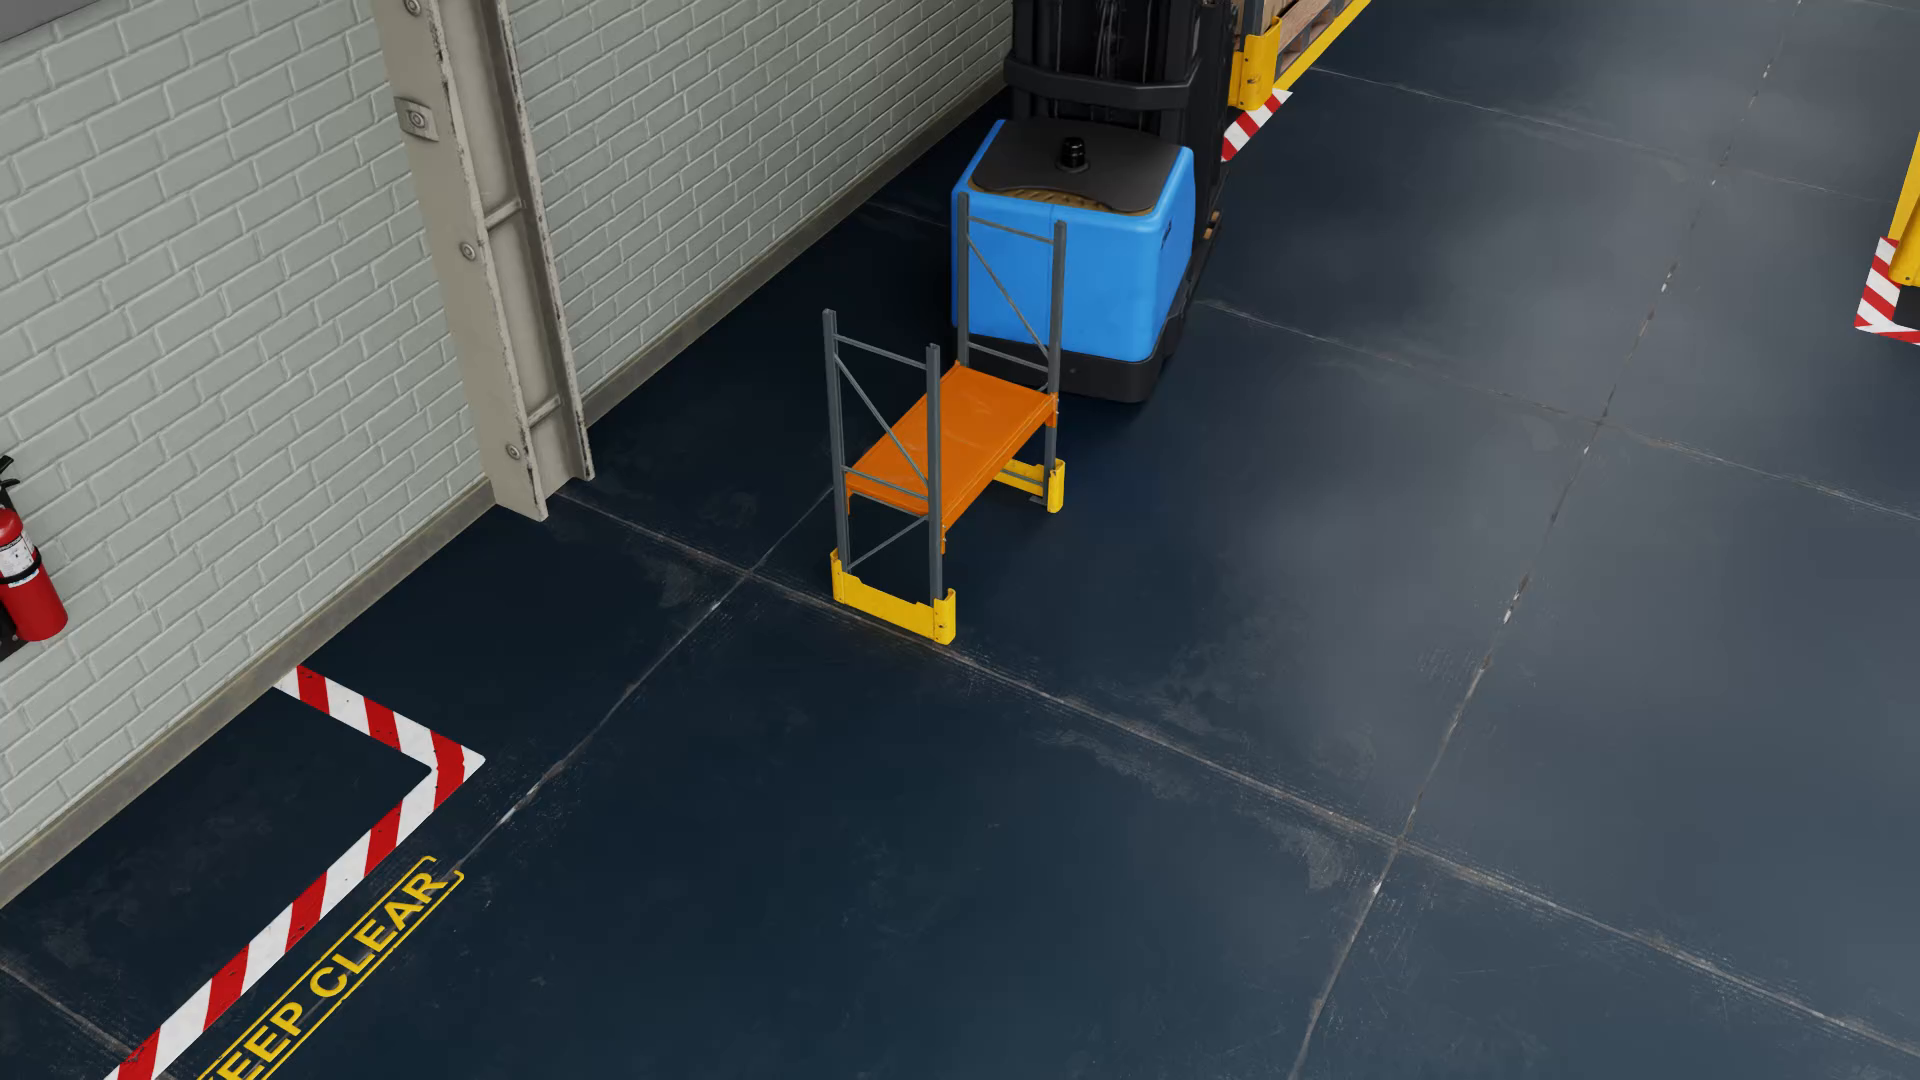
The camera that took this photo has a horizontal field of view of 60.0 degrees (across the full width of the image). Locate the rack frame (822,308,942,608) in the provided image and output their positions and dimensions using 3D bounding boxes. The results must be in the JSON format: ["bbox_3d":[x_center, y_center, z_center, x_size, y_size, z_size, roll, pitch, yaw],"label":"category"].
[{"bbox_3d":[-0.297,-0.223,6.684,0.500,1.500,0.032,21,45,22],"label":"rack frame"}]

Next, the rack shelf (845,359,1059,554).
[{"bbox_3d":[-0.043,-0.379,7.133,0.538,0.185,1.000,21,45,22],"label":"rack shelf"}]

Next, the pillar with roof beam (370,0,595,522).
[{"bbox_3d":[1.763,-2.200,3.255,9.100,9.000,0.400,21,45,22],"label":"pillar with roof beam"}]

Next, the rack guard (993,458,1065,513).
[{"bbox_3d":[0.211,-0.335,7.757,0.587,0.250,0.087,21,45,22],"label":"rack guard"}]

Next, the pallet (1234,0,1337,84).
[{"bbox_3d":[1.912,-3.569,11.459,1.003,0.211,1.213,21,45,22],"label":"pallet"}]

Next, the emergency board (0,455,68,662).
[{"bbox_3d":[-3.234,0.029,5.263,0.194,1.169,0.643,21,45,22],"label":"emergency board"}]

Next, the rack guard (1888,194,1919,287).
[{"bbox_3d":[5.716,-1.531,8.926,1.175,0.500,0.348,21,45,22],"label":"rack guard"}]

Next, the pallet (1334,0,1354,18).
[{"bbox_3d":[2.524,-4.265,12.249,1.003,0.211,1.213,21,45,22],"label":"pallet"}]

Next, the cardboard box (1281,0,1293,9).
[{"bbox_3d":[2.147,-3.968,11.503,0.500,0.311,0.500,25,47,25],"label":"cardboard box"}]

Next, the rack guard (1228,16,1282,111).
[{"bbox_3d":[1.475,-3.225,10.849,1.175,0.500,0.348,21,45,22],"label":"rack guard"}]

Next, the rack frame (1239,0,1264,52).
[{"bbox_3d":[1.437,-4.119,9.973,1.000,3.000,0.127,21,45,22],"label":"rack frame"}]

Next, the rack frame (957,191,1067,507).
[{"bbox_3d":[0.212,-0.805,7.345,0.500,1.500,0.032,21,45,22],"label":"rack frame"}]

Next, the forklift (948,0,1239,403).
[{"bbox_3d":[0.874,-2.763,8.485,1.130,2.935,3.031,12,43,13],"label":"forklift"}]

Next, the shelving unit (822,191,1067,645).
[{"bbox_3d":[-0.038,-0.519,7.020,0.587,1.500,1.083,21,45,22],"label":"shelving unit"}]

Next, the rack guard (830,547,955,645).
[{"bbox_3d":[-0.287,0.235,7.110,0.587,0.250,0.087,21,45,22],"label":"rack guard"}]

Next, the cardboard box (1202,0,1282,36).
[{"bbox_3d":[1.861,-3.641,11.132,0.500,0.311,0.500,16,44,17],"label":"cardboard box"}]
